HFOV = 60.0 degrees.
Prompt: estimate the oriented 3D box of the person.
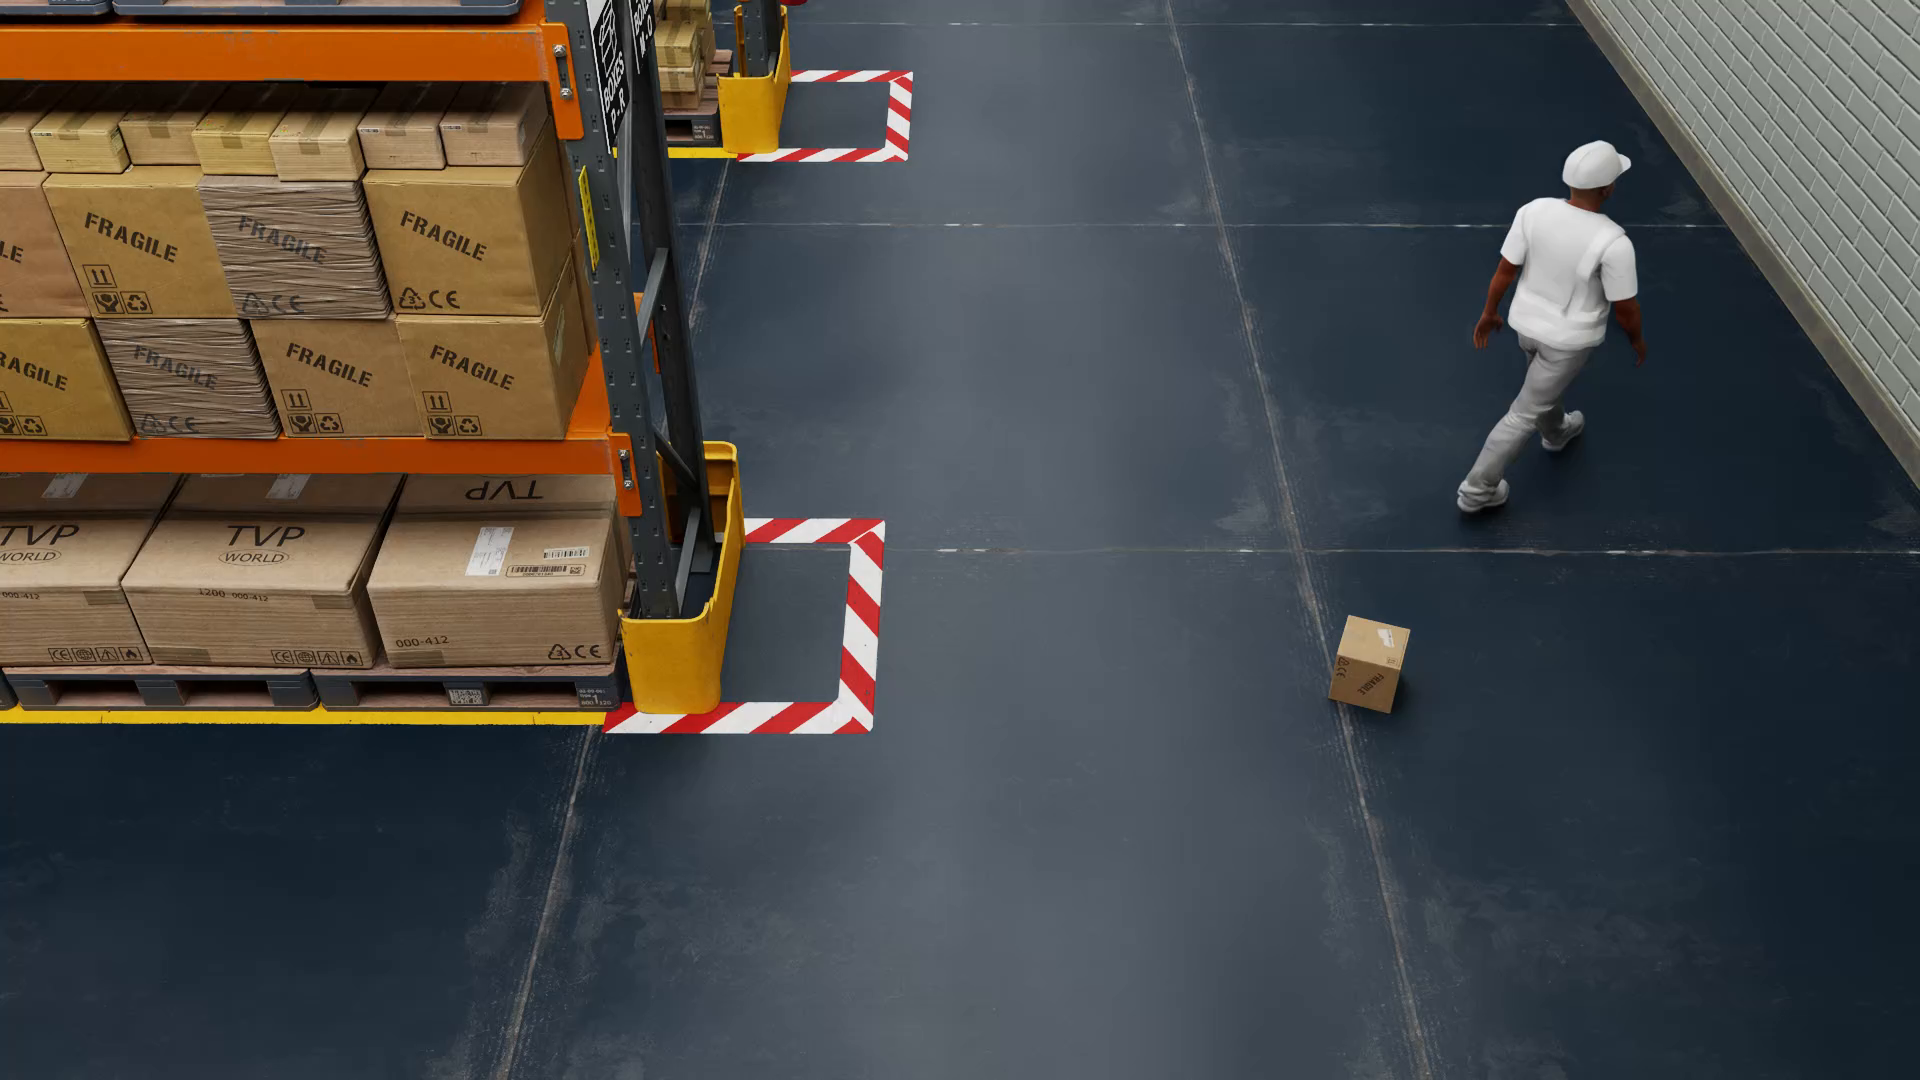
[{"bbox_3d":[2.688,-0.965,7.293,1.028,1.710,0.621,-23,45,-25],"label":"person"}]
